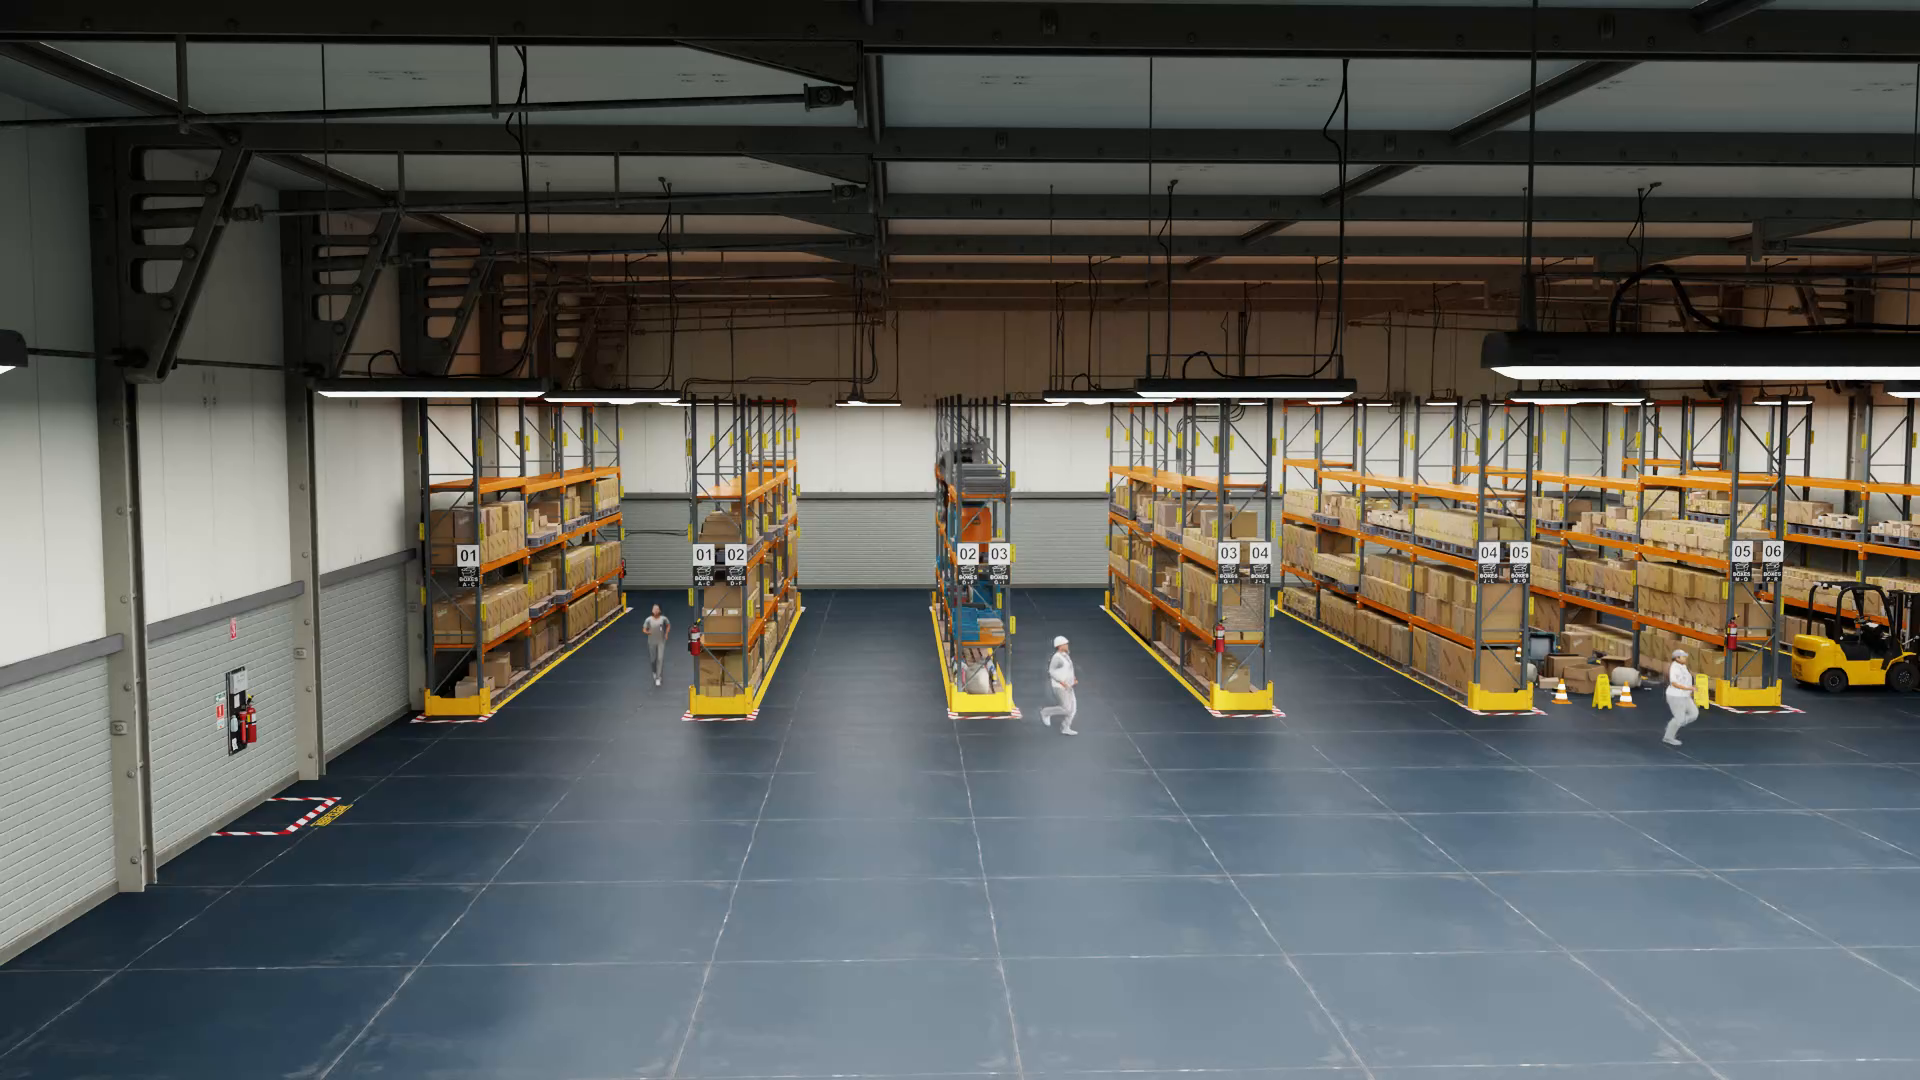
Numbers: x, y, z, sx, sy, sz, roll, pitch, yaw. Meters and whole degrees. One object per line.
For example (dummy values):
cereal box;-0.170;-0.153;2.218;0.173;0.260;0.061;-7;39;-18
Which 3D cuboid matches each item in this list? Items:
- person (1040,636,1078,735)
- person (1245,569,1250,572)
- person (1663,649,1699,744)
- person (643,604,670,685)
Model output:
person;1.765;2.560;29.315;0.658;1.738;0.670;2;5;24
person;8.027;1.196;46.105;0.665;1.800;0.981;0;5;-5
person;12.319;2.677;28.368;0.557;1.628;0.595;4;6;40
person;-6.291;2.140;34.488;0.571;1.639;0.990;-1;5;-10
